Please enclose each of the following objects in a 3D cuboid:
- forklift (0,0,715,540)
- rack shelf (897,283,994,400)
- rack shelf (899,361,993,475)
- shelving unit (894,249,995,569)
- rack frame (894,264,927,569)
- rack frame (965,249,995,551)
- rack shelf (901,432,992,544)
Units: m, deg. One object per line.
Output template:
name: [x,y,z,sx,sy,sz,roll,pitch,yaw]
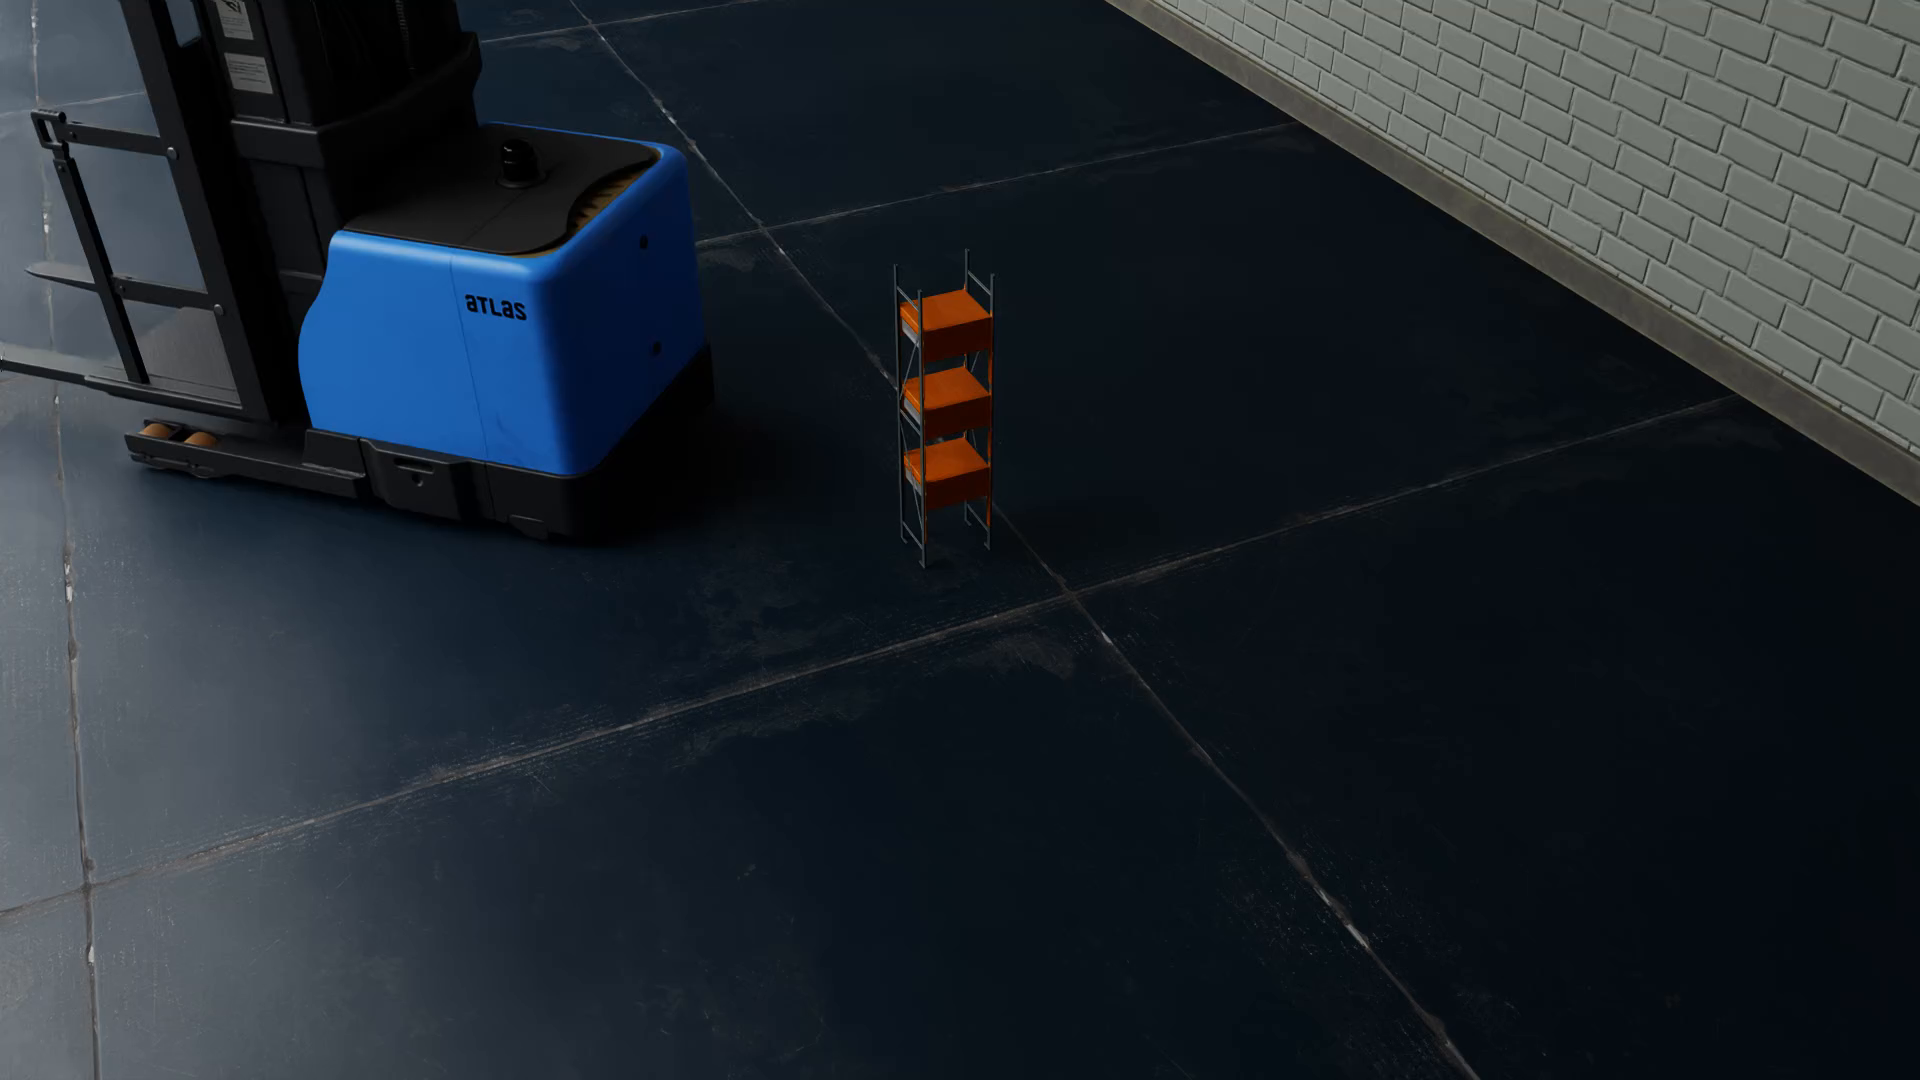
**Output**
forklift: [-2.514,-1.687,5.564,3.031,2.935,1.130,11,38,14]
rack shelf: [-0.048,-0.628,5.256,0.240,0.259,0.215,-16,39,-20]
rack shelf: [-0.048,-0.400,5.425,0.240,0.259,0.215,-16,39,-20]
shelving unit: [-0.048,-0.408,5.419,0.252,1.050,0.215,-16,39,-20]
rack frame: [-0.159,-0.377,5.377,0.008,1.050,0.200,-16,39,-20]
rack frame: [0.062,-0.439,5.461,0.008,1.050,0.200,-16,39,-20]
rack shelf: [-0.048,-0.176,5.591,0.240,0.259,0.215,-16,39,-20]
